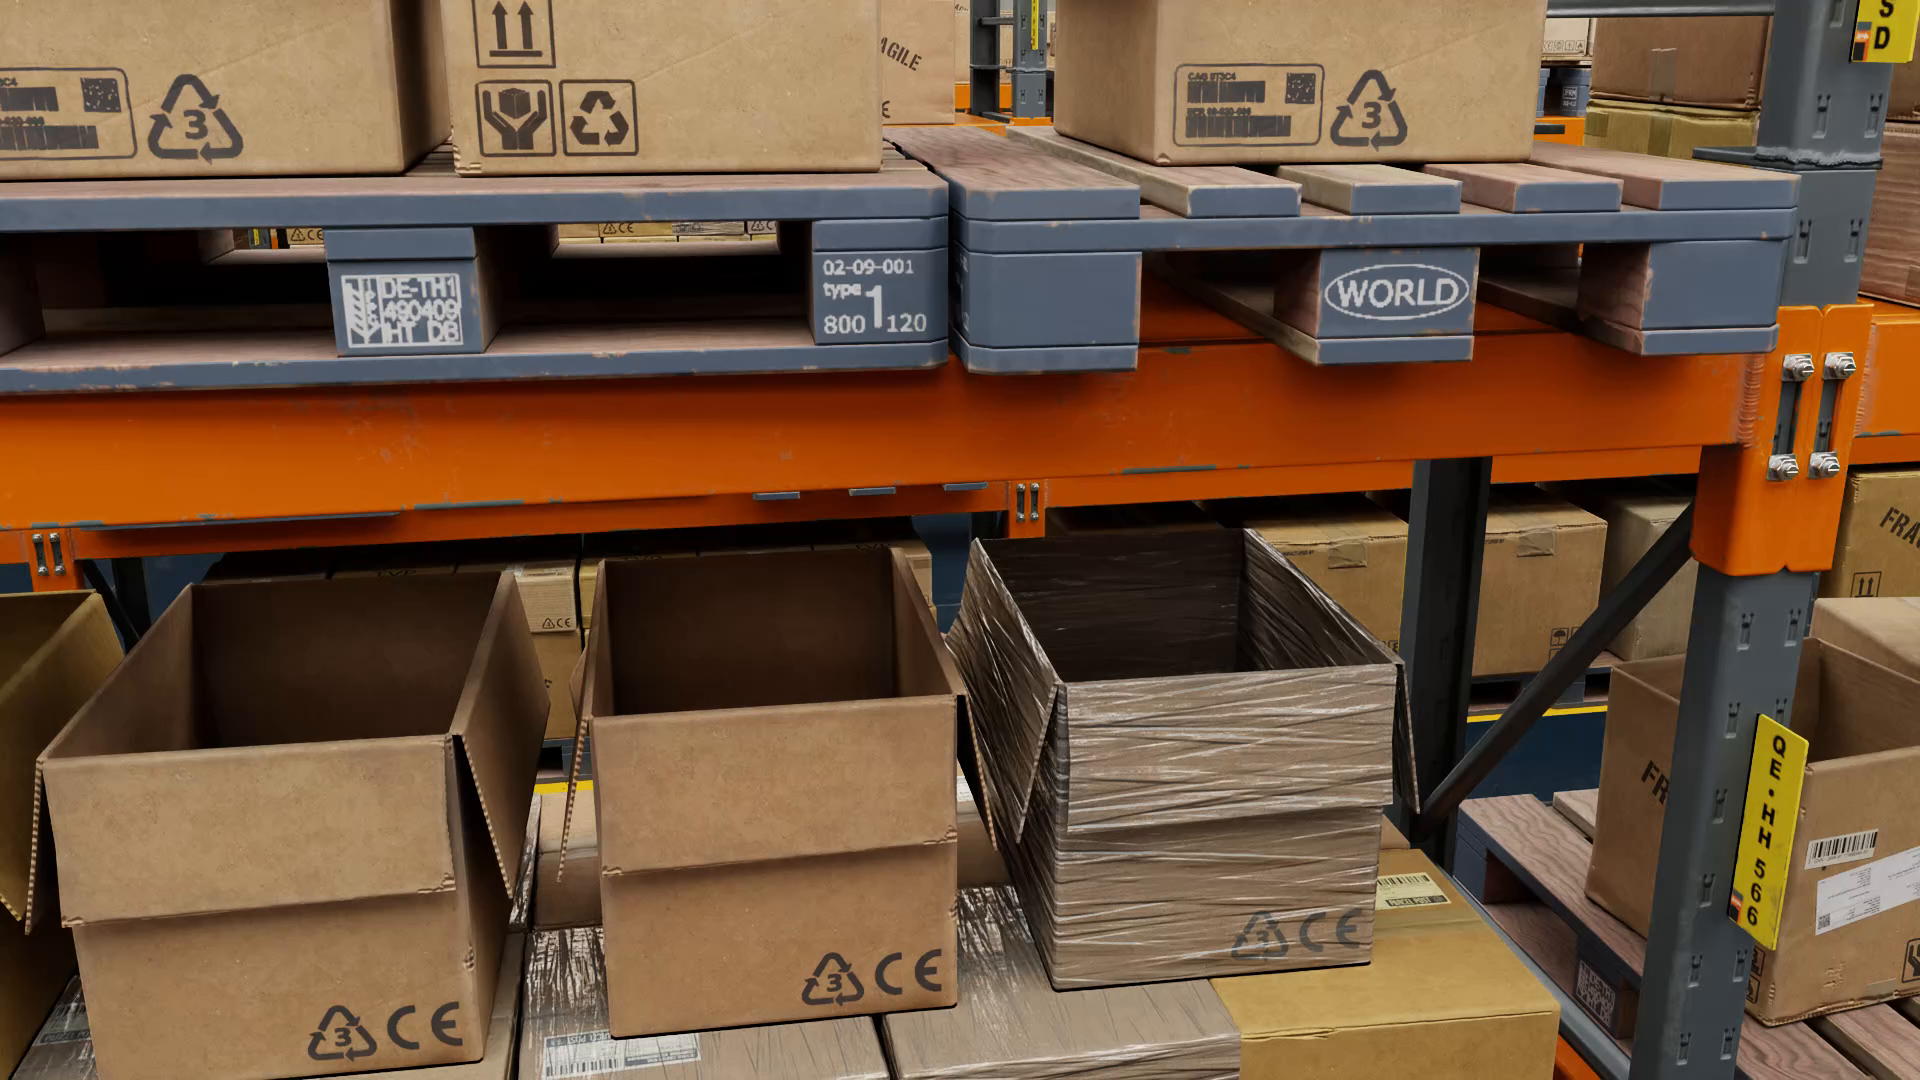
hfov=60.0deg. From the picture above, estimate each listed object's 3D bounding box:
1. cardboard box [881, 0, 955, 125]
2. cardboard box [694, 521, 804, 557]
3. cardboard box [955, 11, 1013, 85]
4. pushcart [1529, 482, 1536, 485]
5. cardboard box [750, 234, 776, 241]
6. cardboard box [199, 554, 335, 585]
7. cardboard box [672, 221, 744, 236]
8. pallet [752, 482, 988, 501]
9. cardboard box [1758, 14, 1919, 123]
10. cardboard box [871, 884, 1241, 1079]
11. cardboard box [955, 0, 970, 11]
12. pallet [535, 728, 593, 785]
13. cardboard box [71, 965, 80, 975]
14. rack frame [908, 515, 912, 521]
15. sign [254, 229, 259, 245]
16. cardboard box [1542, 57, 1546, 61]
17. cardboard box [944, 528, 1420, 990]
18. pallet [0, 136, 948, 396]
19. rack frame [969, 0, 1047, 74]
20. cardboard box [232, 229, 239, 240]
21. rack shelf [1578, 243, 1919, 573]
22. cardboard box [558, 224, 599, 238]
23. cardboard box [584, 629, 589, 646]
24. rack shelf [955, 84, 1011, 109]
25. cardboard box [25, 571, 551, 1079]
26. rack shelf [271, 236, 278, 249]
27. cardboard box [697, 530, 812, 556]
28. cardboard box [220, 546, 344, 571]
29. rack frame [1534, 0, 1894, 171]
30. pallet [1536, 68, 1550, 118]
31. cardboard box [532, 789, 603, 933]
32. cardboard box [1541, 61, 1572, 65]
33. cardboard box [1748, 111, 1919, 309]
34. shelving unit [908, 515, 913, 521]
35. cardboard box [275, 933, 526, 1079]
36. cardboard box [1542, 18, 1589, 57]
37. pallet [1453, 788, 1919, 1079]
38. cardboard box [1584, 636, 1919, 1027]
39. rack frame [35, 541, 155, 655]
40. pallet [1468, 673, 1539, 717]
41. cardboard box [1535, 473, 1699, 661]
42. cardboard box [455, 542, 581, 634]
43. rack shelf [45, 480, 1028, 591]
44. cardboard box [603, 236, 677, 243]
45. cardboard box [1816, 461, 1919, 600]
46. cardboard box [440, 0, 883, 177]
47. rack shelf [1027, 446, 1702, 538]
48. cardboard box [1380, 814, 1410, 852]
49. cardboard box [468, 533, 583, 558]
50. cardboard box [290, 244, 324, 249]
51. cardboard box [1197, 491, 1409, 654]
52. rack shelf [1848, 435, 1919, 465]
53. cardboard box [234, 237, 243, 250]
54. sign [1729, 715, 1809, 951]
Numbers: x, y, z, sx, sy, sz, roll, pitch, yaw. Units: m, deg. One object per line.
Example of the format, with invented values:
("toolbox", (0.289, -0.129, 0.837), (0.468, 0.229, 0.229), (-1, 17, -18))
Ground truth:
("cardboard box", (-0.312, -2.001, 6.938), (0.500, 0.500, 0.500), (-3, 17, -10))
("cardboard box", (-1.020, 0.008, 7.940), (0.500, 0.250, 0.500), (-3, 17, -11))
("cardboard box", (0.095, -3.577, 12.070), (0.500, 0.500, 0.700), (-3, 17, -10))
("pushcart", (3.572, -0.360, 11.342), (0.936, 0.377, 1.648), (-10, 20, -29))
("cardboard box", (-1.265, -2.113, 11.985), (0.500, 0.250, 0.500), (-3, 17, -11))
("cardboard box", (-2.951, 0.269, 7.091), (0.500, 0.250, 0.500), (-4, 18, -13))
("cardboard box", (-1.798, -2.436, 11.761), (0.500, 0.500, 0.500), (-3, 17, -9))
("pallet", (-0.479, -0.462, 7.534), (1.003, 0.211, 1.213), (-3, 17, -10))
("cardboard box", (1.553, -0.861, 2.377), (0.500, 0.500, 0.500), (-3, 17, -10))
("cardboard box", (0.114, 0.889, 2.640), (0.500, 0.500, 0.500), (-3, 17, -11))
("cardboard box", (-0.026, -5.233, 16.576), (0.500, 0.500, 0.500), (-3, 17, -9))
("pallet", (-1.762, 0.819, 7.786), (1.213, 0.211, 1.003), (-3, 17, -10))
("cardboard box", (-1.479, 0.825, 2.847), (0.500, 0.500, 0.500), (-3, 17, -11))
("rack frame", (-0.353, -0.697, 10.526), (0.023, 1.500, 0.400), (-3, 17, -10))
("sign", (-4.658, -2.114, 10.978), (0.005, 0.325, 0.100), (-3, 17, -10))
("cardboard box", (4.079, -3.750, 12.551), (0.500, 0.250, 0.500), (-3, 17, -11))
("cardboard box", (0.322, 0.320, 2.782), (0.637, 0.503, 0.797), (-3, 17, -9))
("pallet", (-0.677, -0.418, 2.277), (1.213, 0.211, 1.003), (-2, 17, -8))
("rack frame", (0.201, -3.492, 6.854), (0.127, 3.000, 1.000), (-3, 17, -10))
("cardboard box", (-5.176, -2.243, 11.131), (0.500, 0.500, 0.500), (-3, 17, -11))
("rack shelf", (3.006, -0.390, 3.089), (4.000, 0.370, 1.077), (-3, 17, -10))
("cardboard box", (-2.785, -2.384, 11.592), (0.500, 0.500, 0.500), (-4, 17, -11))
("cardboard box", (-1.422, 0.544, 7.474), (0.500, 0.500, 0.500), (-4, 18, -13))
("rack shelf", (1.126, -3.247, 12.391), (4.000, 0.370, 1.077), (-3, 17, -10))
("cardboard box", (-0.976, 0.395, 2.539), (0.637, 0.503, 0.797), (-3, 17, -9))
("rack shelf", (-7.674, -2.798, 16.038), (4.000, 0.370, 1.077), (-3, 17, -10))
("cardboard box", (-0.915, 0.157, 7.458), (0.500, 0.250, 0.500), (-3, 17, -10))
("cardboard box", (-3.043, 0.120, 7.577), (0.500, 0.250, 0.500), (-4, 17, -12))
("rack frame", (1.043, -2.056, 2.181), (0.127, 3.000, 1.000), (-3, 17, -10))
("pallet", (1.920, -2.082, 7.694), (1.213, 0.211, 1.003), (-2, 17, -8))
("cardboard box", (-0.495, 0.771, 3.022), (0.500, 0.500, 0.500), (-4, 17, -11))
("cardboard box", (4.450, -3.587, 12.701), (0.250, 0.149, 0.380), (-4, 17, -12))
("cardboard box", (1.552, -0.504, 2.489), (0.500, 0.250, 0.500), (-3, 17, -9))
("shelving unit", (0.007, -0.717, 10.593), (0.755, 1.500, 0.431), (-3, 17, -10))
("cardboard box", (-0.895, 0.946, 2.451), (0.500, 0.500, 0.500), (-3, 17, -9))
("cardboard box", (2.449, -2.326, 7.432), (0.500, 0.311, 0.500), (-4, 17, -12))
("pallet", (1.722, 0.833, 3.319), (1.003, 0.211, 1.213), (-3, 17, -10))
("cardboard box", (1.565, 0.521, 3.121), (0.500, 0.500, 0.500), (-5, 18, -17))
("rack frame", (-3.727, -0.401, 7.010), (0.127, 3.000, 1.000), (-3, 17, -10))
("pallet", (2.185, 0.620, 8.435), (1.213, 0.211, 1.003), (-3, 17, -10))
("cardboard box", (3.536, 0.088, 8.532), (0.750, 0.750, 1.050), (-3, 17, -11))
("cardboard box", (-1.927, 0.212, 7.278), (0.500, 0.250, 0.500), (-3, 17, -8))
("rack shelf", (-1.763, -0.169, 7.478), (4.000, 0.370, 1.077), (-3, 17, -10))
("cardboard box", (-2.266, -2.049, 11.776), (0.500, 0.250, 0.500), (-4, 17, -12))
("cardboard box", (4.759, -0.047, 8.759), (0.875, 0.875, 0.875), (-3, 17, -10))
("cardboard box", (-0.373, -0.743, 2.127), (0.500, 0.500, 0.500), (-2, 17, -7))
("rack shelf", (2.165, -0.392, 8.203), (4.000, 0.370, 1.077), (-3, 17, -10))
("cardboard box", (0.514, 0.712, 3.214), (0.500, 0.500, 0.500), (-3, 17, -9))
("cardboard box", (-2.020, 0.062, 7.767), (0.500, 0.250, 0.500), (-4, 18, -13))
("cardboard box", (-4.279, -1.933, 11.401), (0.500, 0.250, 0.500), (-4, 17, -12))
("cardboard box", (1.674, 0.193, 8.191), (0.750, 0.750, 1.050), (-3, 17, -10))
("rack shelf", (6.092, -0.614, 8.929), (4.000, 0.370, 1.077), (-3, 17, -10))
("cardboard box", (-5.172, -1.771, 11.299), (0.500, 0.500, 0.500), (-3, 17, -10))
("sign", (1.151, 0.418, 2.371), (0.005, 0.325, 0.100), (-3, 17, -10))
